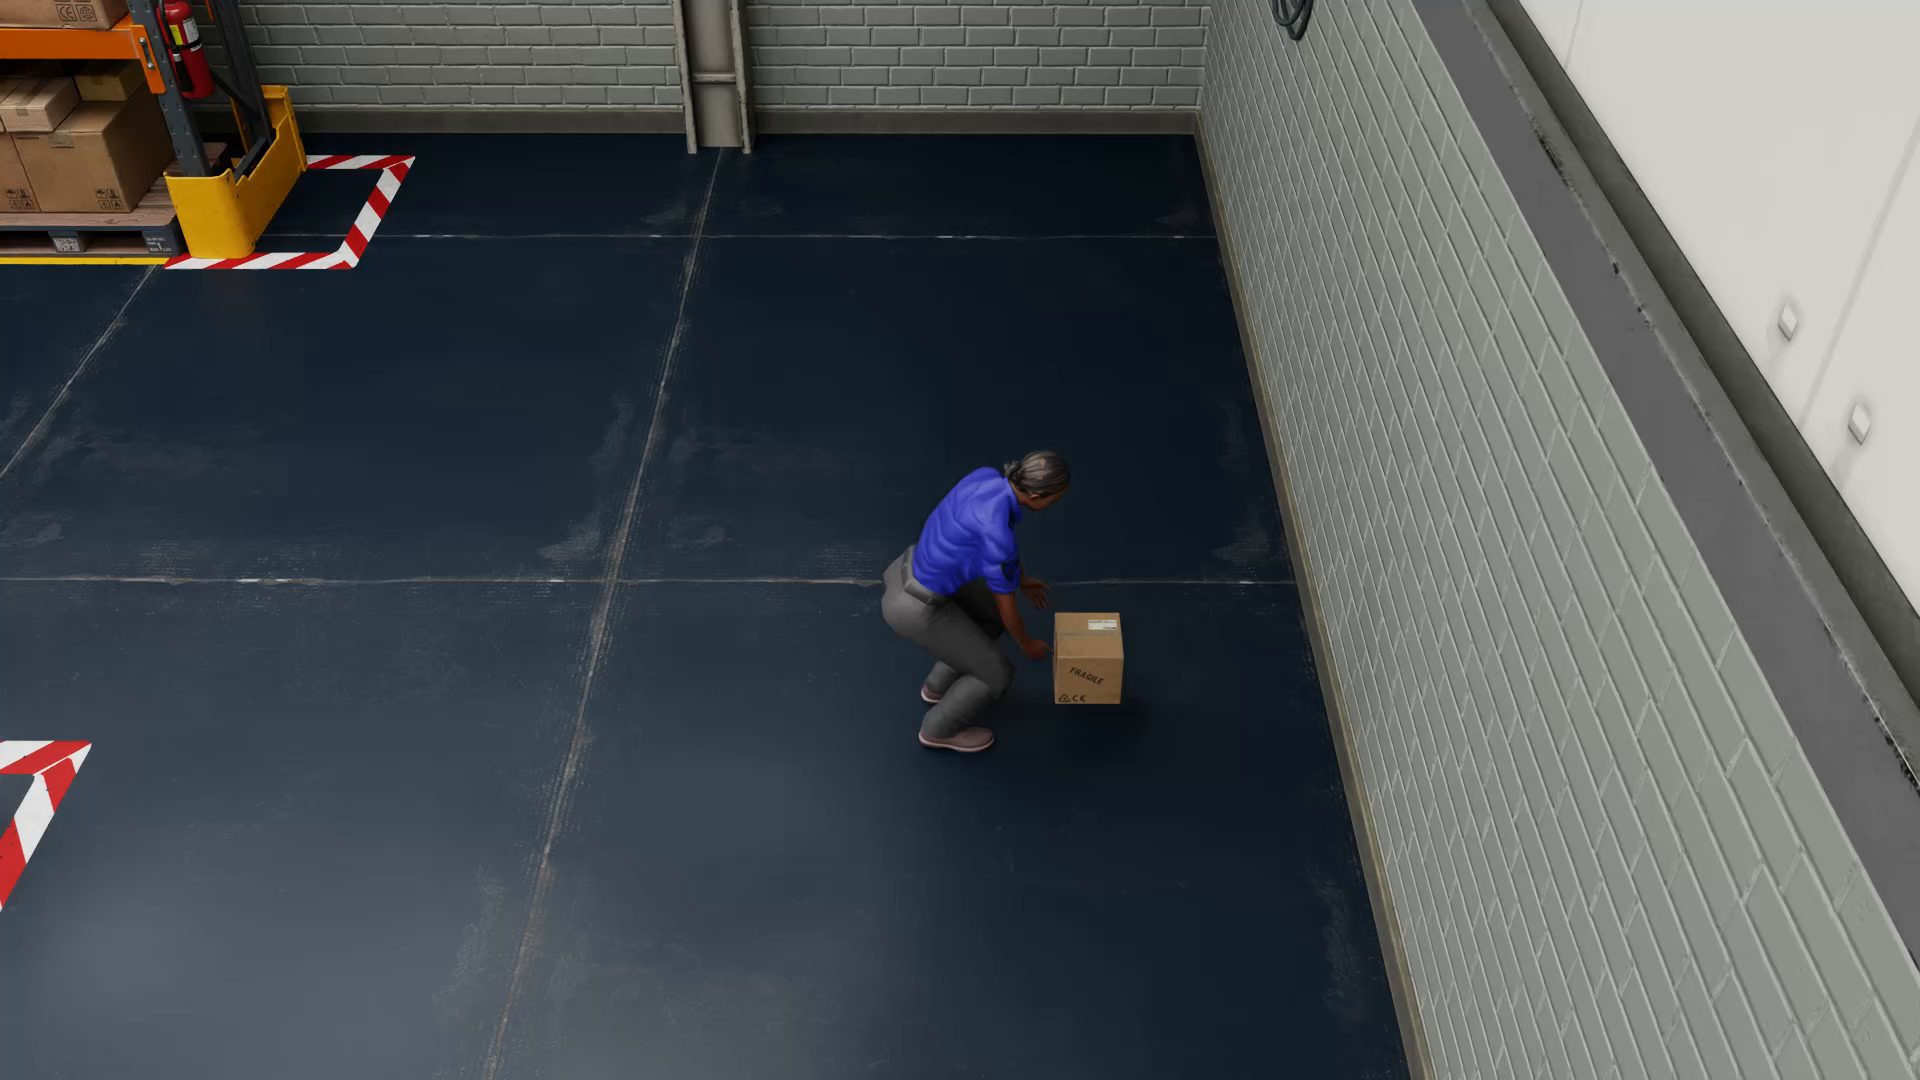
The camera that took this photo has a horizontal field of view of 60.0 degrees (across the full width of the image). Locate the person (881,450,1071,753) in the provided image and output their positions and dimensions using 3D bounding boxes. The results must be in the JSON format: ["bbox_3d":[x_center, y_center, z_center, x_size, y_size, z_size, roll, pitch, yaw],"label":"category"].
[{"bbox_3d":[0.051,0.198,6.225,0.682,1.280,0.498,0,40,0],"label":"person"}]
